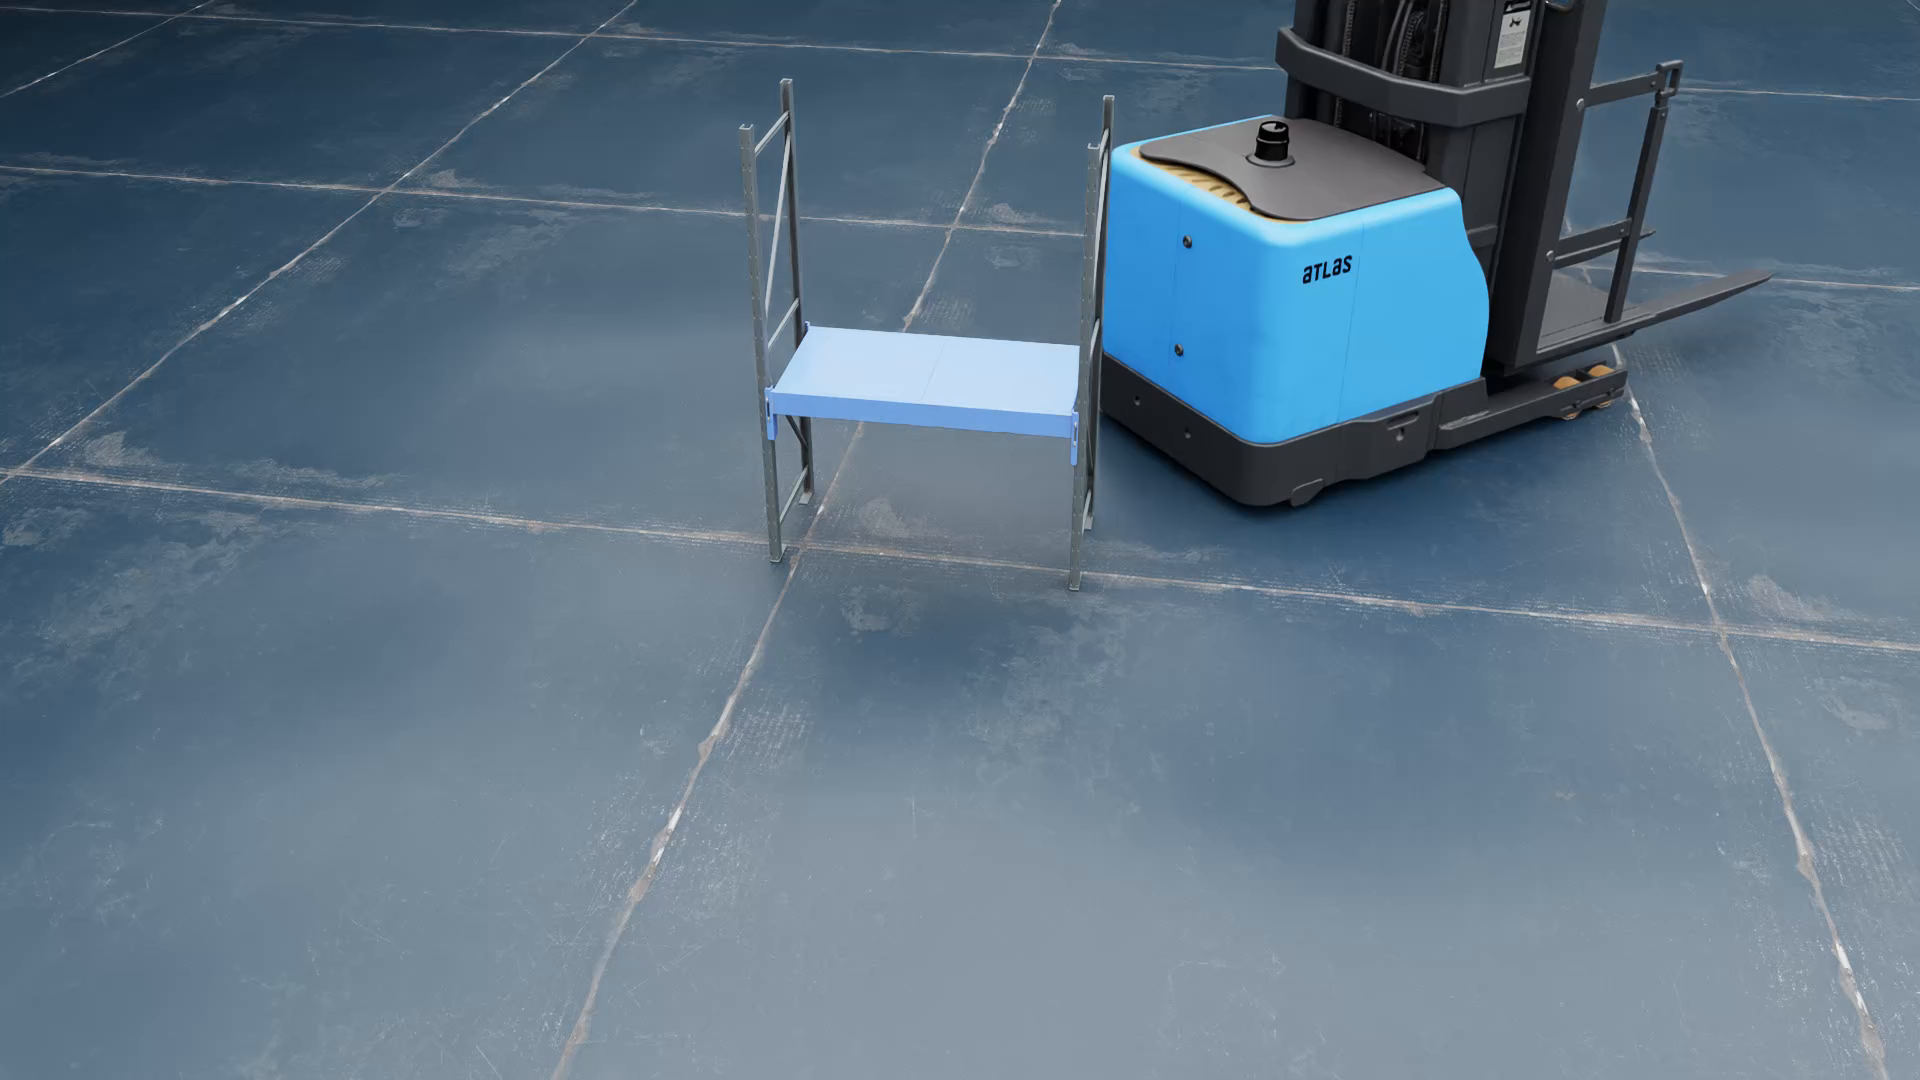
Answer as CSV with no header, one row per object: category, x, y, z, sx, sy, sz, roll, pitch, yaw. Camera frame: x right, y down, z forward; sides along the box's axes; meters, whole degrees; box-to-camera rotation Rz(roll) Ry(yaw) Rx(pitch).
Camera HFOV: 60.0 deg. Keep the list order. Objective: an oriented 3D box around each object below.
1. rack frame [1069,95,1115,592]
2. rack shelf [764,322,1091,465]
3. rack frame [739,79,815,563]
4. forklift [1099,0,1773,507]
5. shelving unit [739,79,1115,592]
rack frame,0.417,-0.598,5.292,0.032,1.500,0.500,5,32,8
rack shelf,-0.084,-0.491,5.460,1.000,0.185,0.538,5,32,8
rack frame,-0.585,-0.689,5.437,0.032,1.500,0.500,5,32,8
forklift,2.034,-1.932,6.074,3.031,2.935,1.130,-18,36,-26
shelving unit,-0.084,-0.643,5.364,1.048,1.500,0.538,5,32,8
